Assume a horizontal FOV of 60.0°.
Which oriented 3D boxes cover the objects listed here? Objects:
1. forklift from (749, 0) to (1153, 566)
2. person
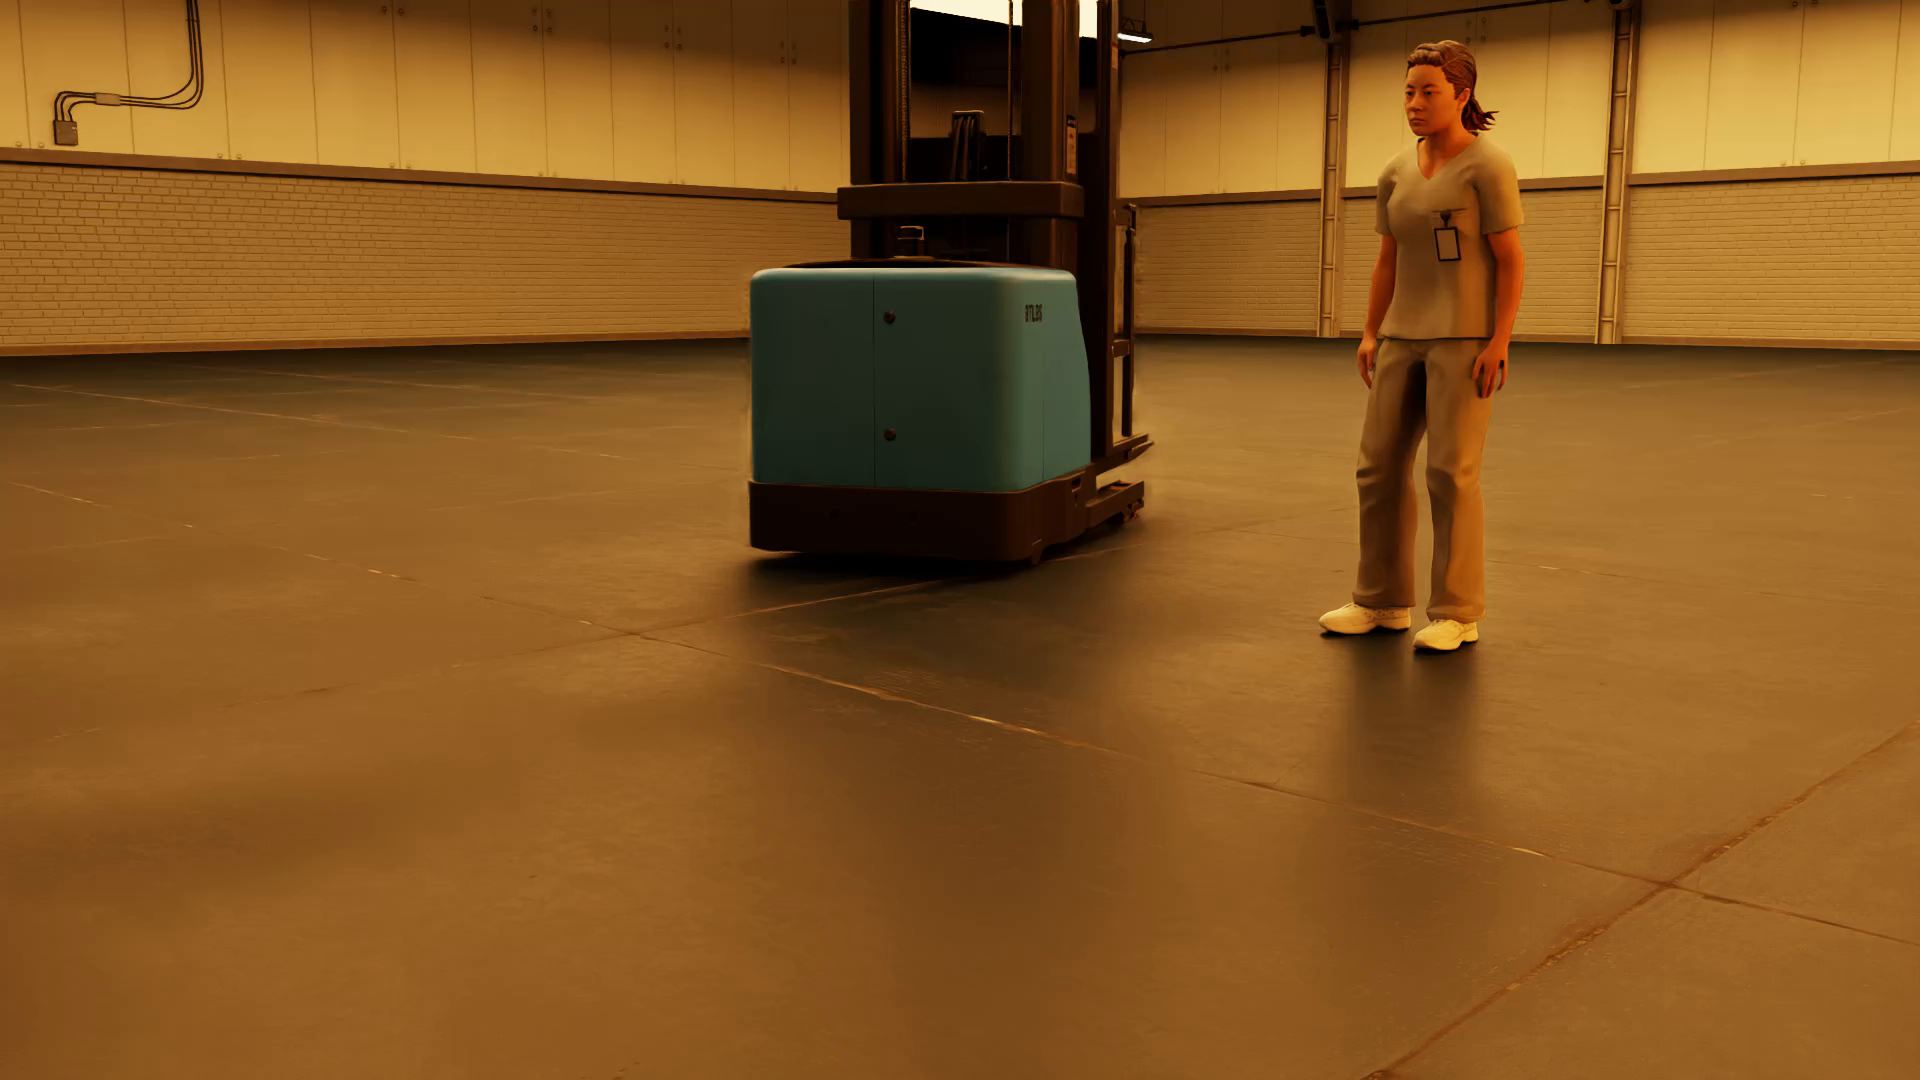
[{"bbox_3d":[0.184,-1.537,7.081,1.130,2.935,3.031,3,9,19],"label":"forklift"},{"bbox_3d":[1.333,-0.540,4.693,0.361,1.671,0.498,-7,11,-38],"label":"person"}]
